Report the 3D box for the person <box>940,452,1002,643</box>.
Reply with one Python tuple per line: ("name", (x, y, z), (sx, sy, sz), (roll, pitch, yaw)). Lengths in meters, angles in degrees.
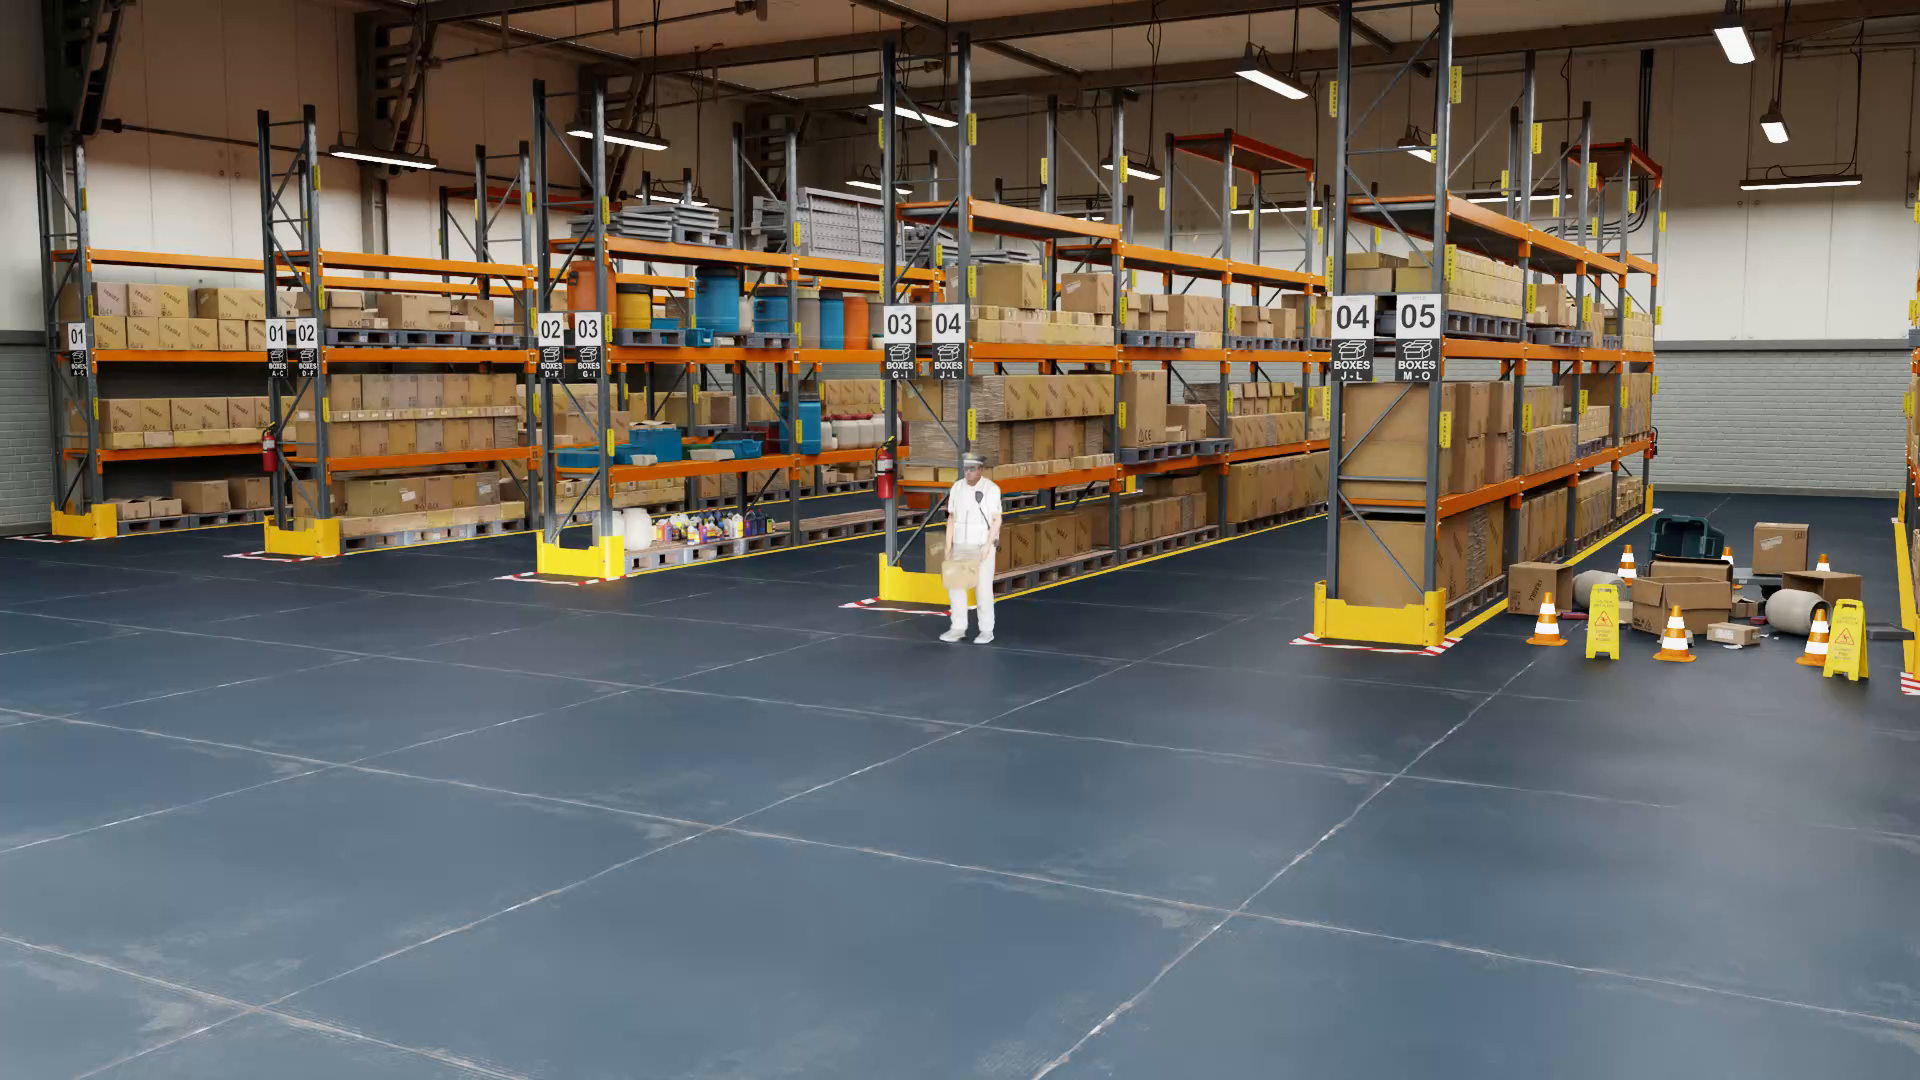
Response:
("person", (0.126, 0.060, 15.452), (0.551, 1.761, 0.434), (3, 7, 27))
